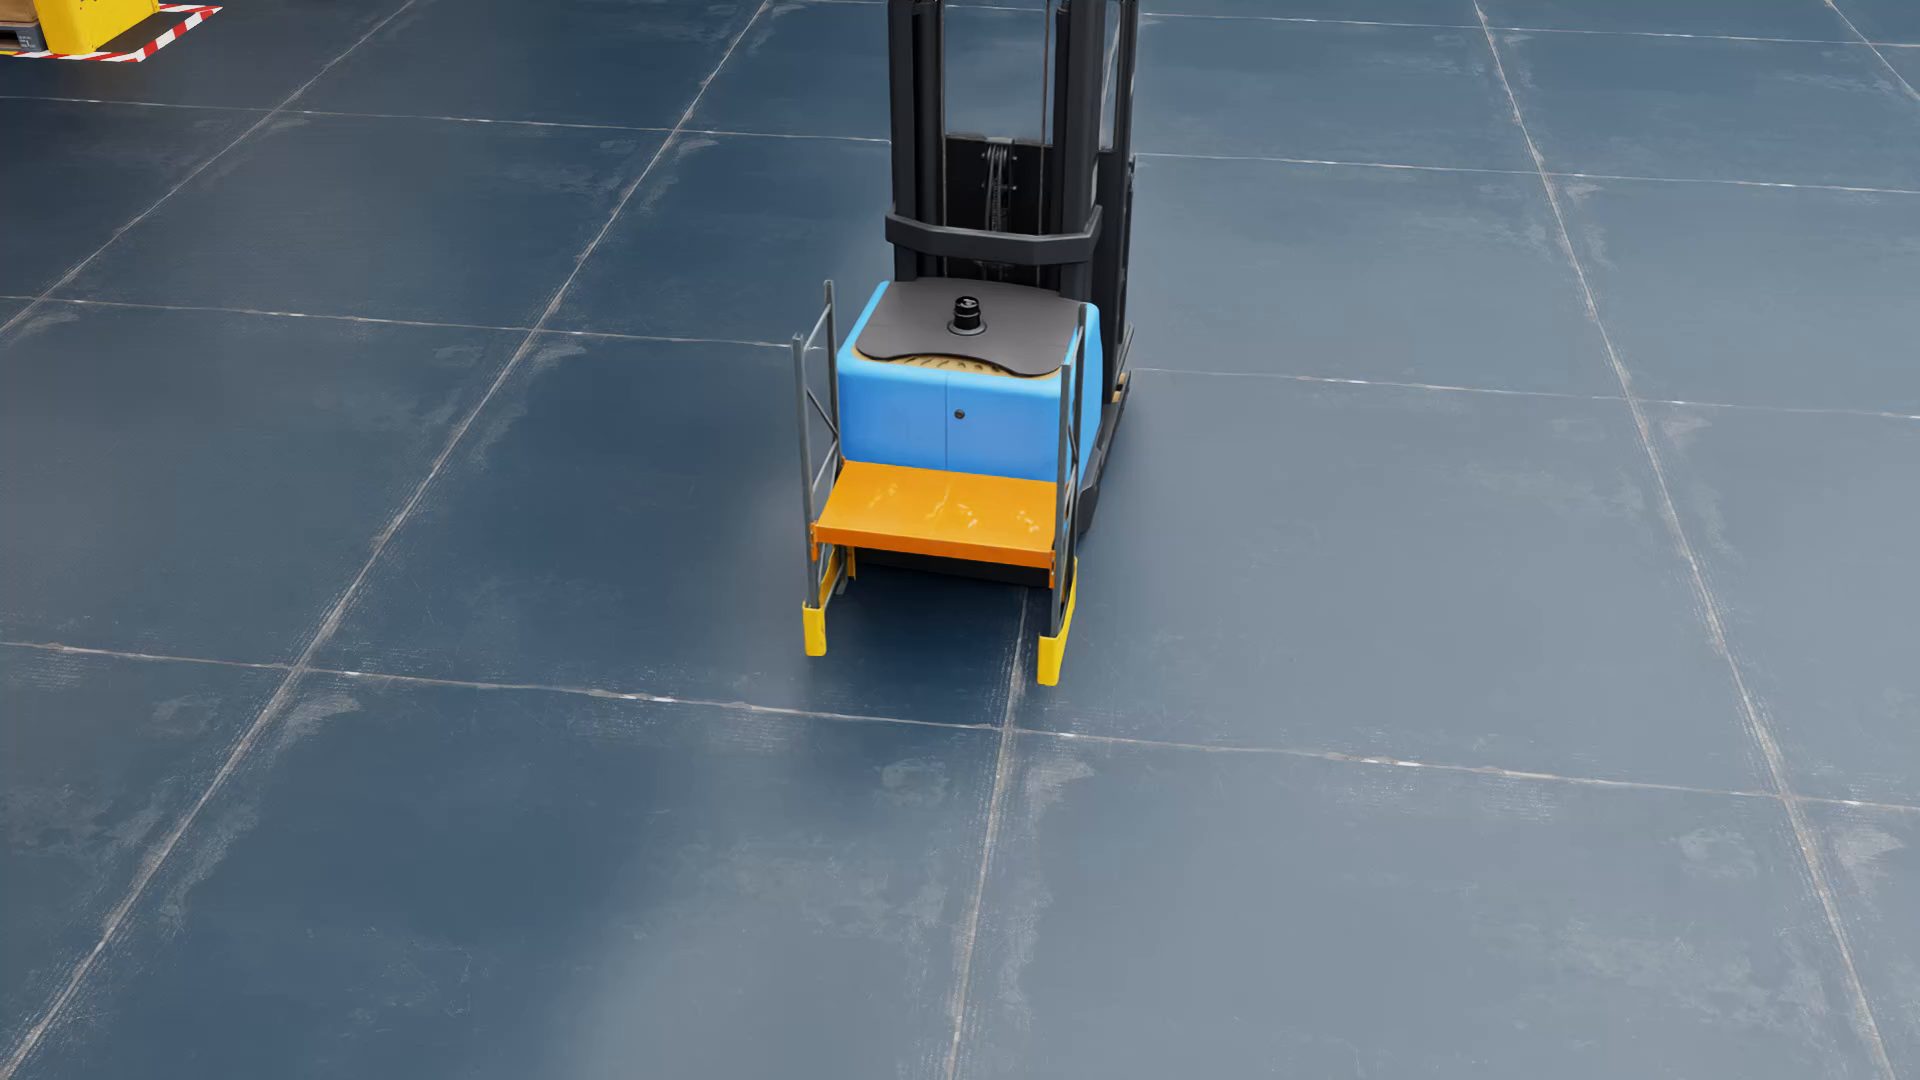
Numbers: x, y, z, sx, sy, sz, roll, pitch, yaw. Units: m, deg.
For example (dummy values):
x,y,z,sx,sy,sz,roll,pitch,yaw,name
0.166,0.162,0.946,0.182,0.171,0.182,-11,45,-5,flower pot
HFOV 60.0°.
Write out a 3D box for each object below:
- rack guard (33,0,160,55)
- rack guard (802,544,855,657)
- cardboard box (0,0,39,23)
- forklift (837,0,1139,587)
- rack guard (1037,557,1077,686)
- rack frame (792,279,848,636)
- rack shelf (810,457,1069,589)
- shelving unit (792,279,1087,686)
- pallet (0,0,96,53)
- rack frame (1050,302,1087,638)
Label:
x,y,z,sx,sy,sz,roll,pitch,yaw,name
-6.972,-4.368,13.440,0.348,0.500,1.175,4,36,6,rack guard
-0.564,0.226,7.219,0.087,0.250,0.587,6,36,9,rack guard
-7.677,-4.705,13.228,0.875,0.875,0.875,4,36,6,cardboard box
0.281,-1.839,7.804,1.130,2.935,3.031,8,36,11,forklift
0.414,0.336,7.064,0.087,0.250,0.587,6,36,9,rack guard
-0.566,-0.283,6.856,0.032,1.500,0.500,6,36,9,rack frame
-0.066,-0.081,6.881,1.000,0.185,0.538,6,36,9,rack shelf
-0.075,-0.228,6.778,1.083,1.500,0.587,6,36,9,shelving unit
-7.799,-4.266,13.546,1.213,0.211,1.003,4,36,6,pallet
0.433,-0.171,6.698,0.032,1.500,0.500,6,36,9,rack frame
